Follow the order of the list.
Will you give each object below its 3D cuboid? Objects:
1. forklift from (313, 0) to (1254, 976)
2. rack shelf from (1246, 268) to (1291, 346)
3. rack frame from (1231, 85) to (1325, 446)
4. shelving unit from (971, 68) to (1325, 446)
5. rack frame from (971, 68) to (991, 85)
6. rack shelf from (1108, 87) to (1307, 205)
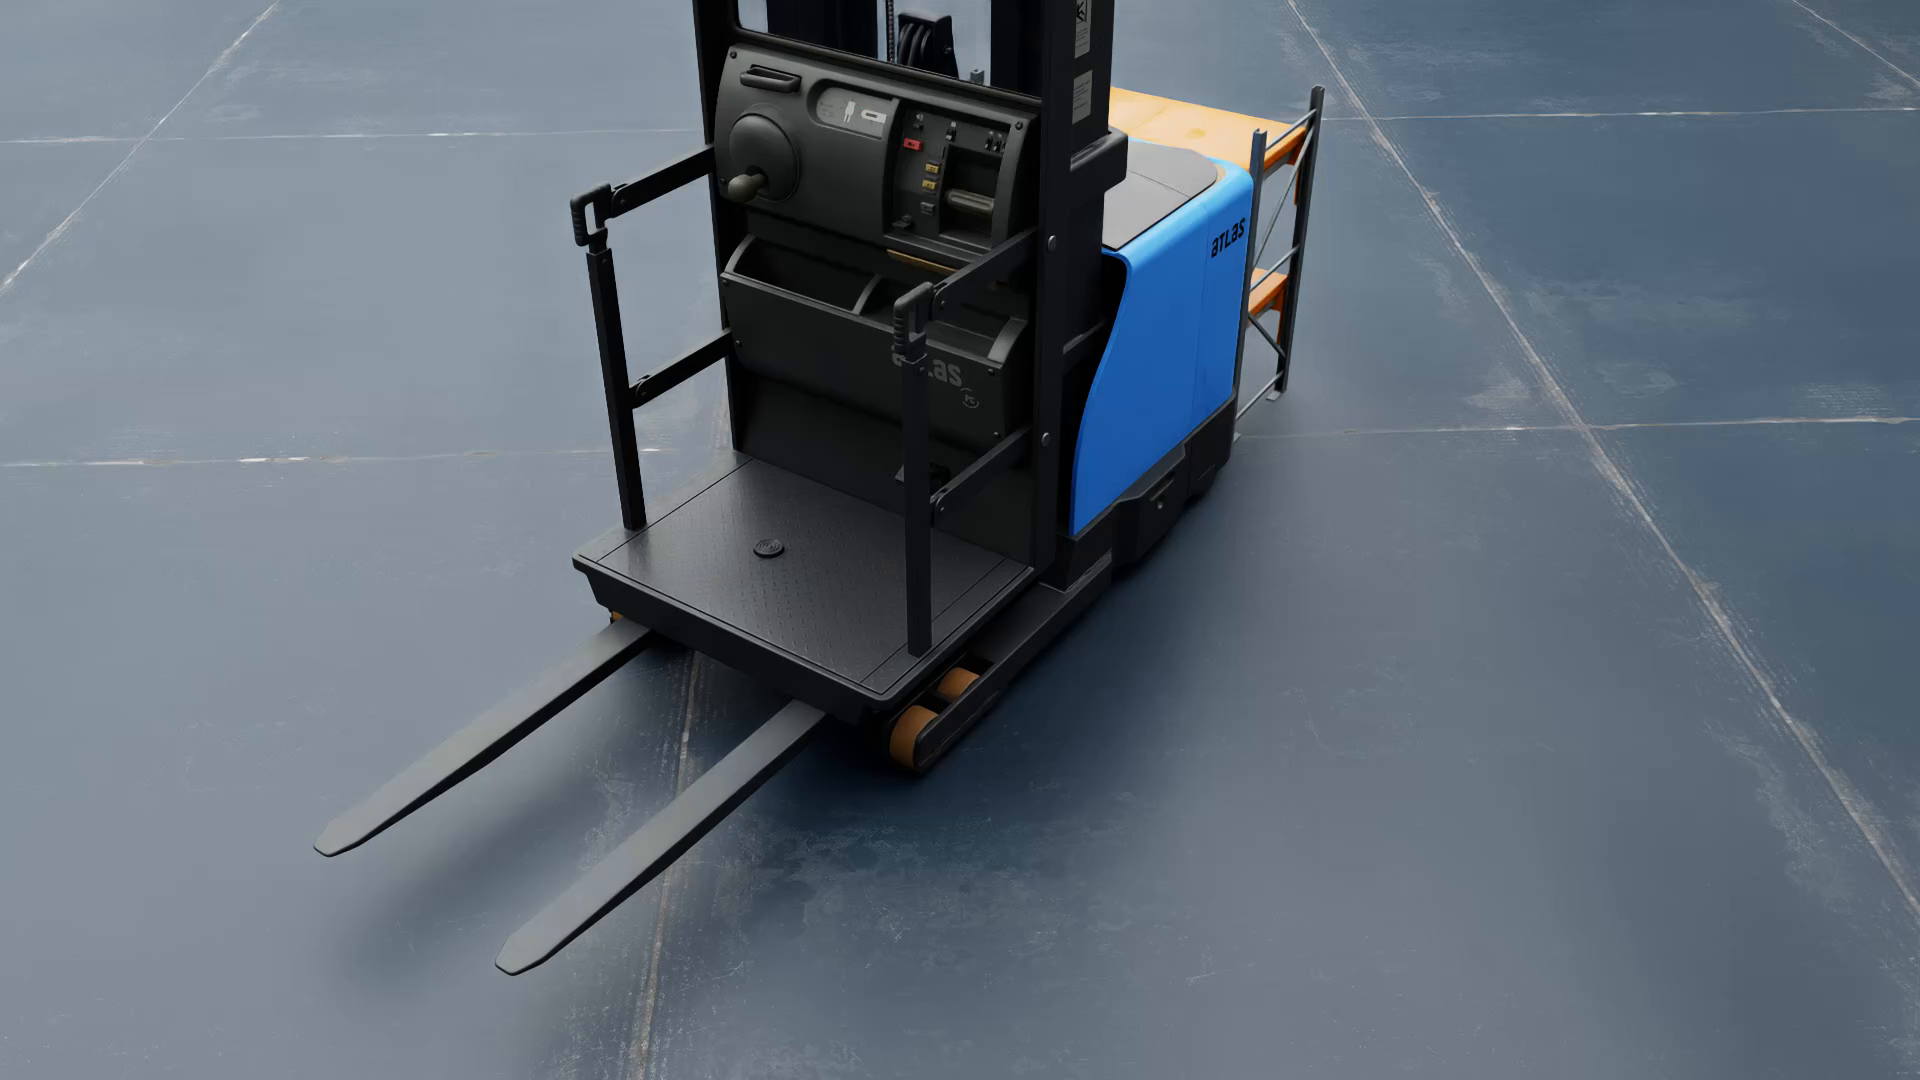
[{"bbox_3d":[-0.357,-0.914,3.995,1.130,2.935,3.031,22,40,28],"label":"forklift"},{"bbox_3d":[0.612,-0.852,5.921,1.000,0.278,0.538,20,39,26],"label":"rack shelf"},{"bbox_3d":[1.040,-0.897,5.557,0.032,1.125,0.500,20,39,26],"label":"rack frame"},{"bbox_3d":[0.612,-1.053,5.782,1.048,1.125,0.538,20,39,26],"label":"shelving unit"},{"bbox_3d":[0.184,-1.209,6.008,0.032,1.125,0.500,20,39,26],"label":"rack frame"},{"bbox_3d":[0.612,-1.294,5.616,1.000,0.278,0.538,20,39,26],"label":"rack shelf"}]
